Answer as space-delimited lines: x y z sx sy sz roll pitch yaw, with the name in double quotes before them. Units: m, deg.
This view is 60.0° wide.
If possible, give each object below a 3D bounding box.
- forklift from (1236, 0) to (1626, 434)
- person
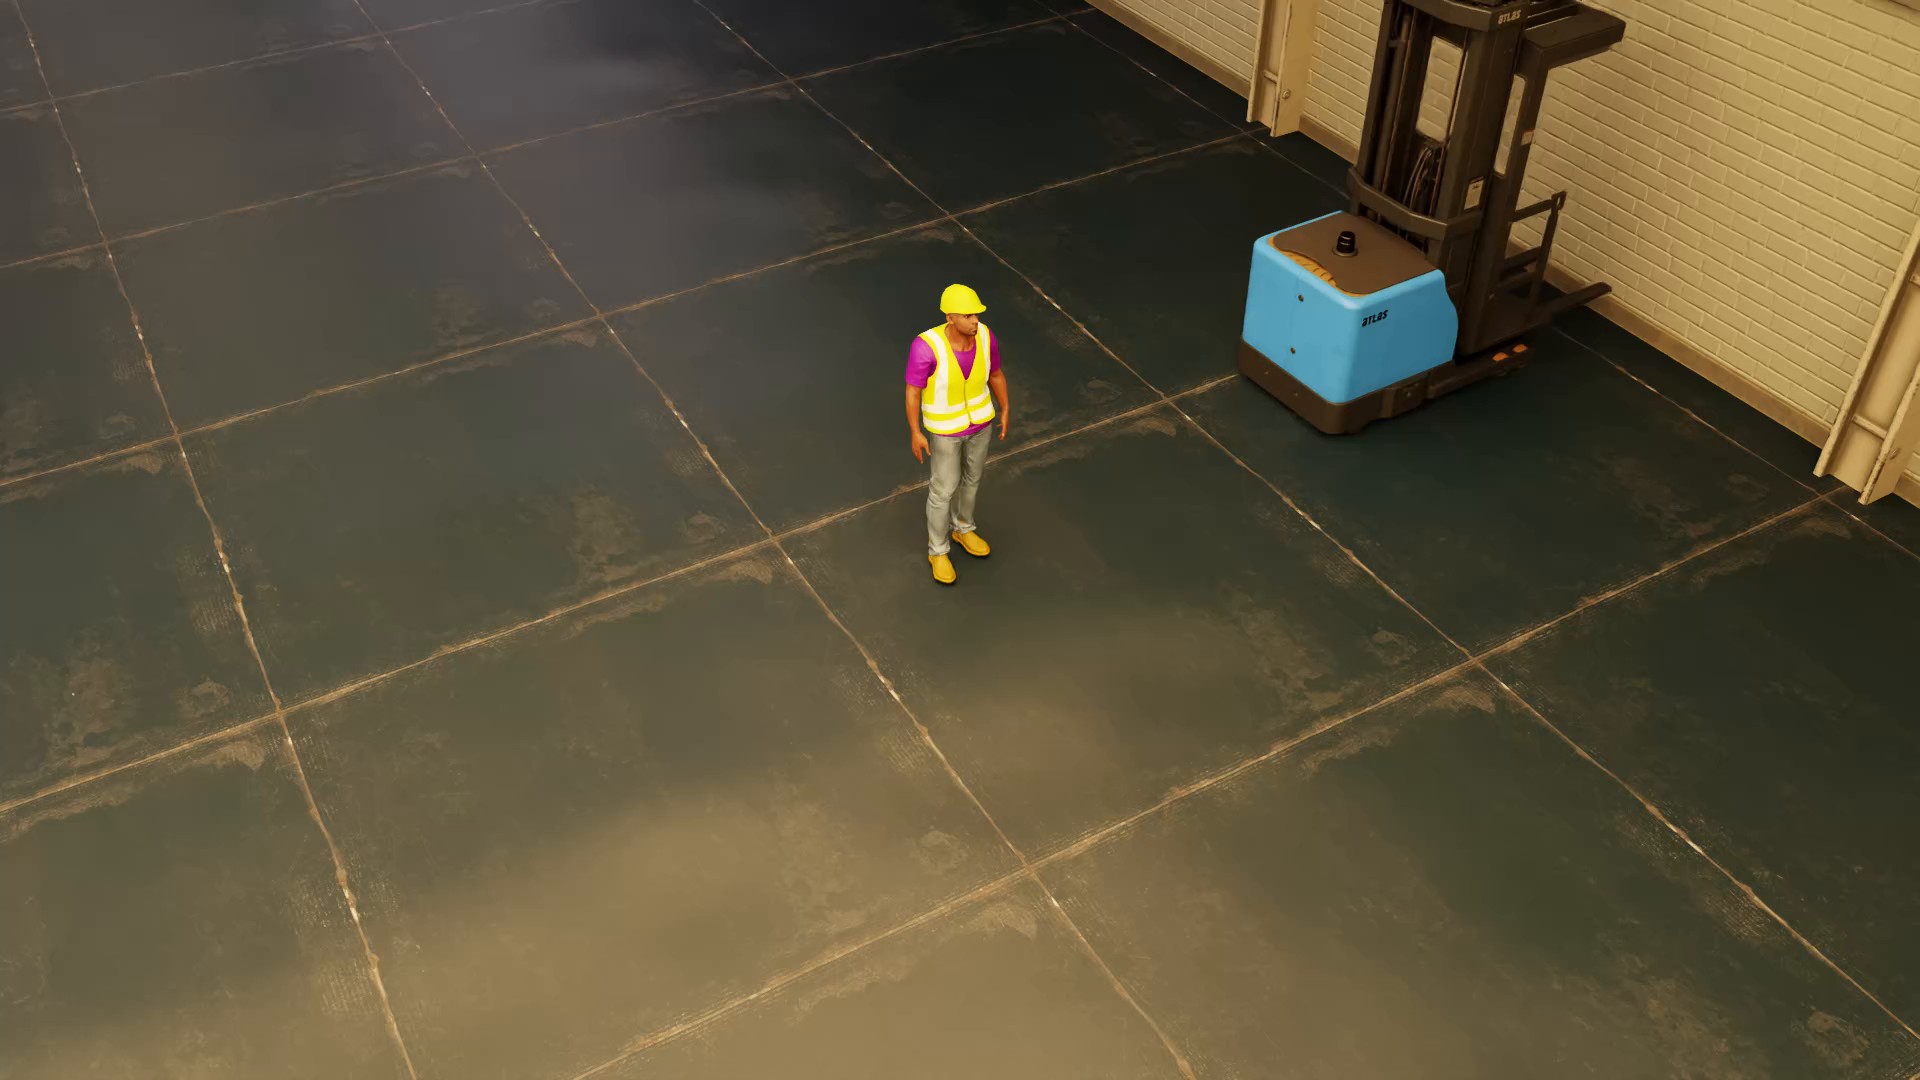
"forklift" 3.465 -2.544 11.104 3.031 2.935 1.130 -22 44 -24
"person" 0.031 -0.644 9.716 0.666 1.766 0.575 -20 44 -23
